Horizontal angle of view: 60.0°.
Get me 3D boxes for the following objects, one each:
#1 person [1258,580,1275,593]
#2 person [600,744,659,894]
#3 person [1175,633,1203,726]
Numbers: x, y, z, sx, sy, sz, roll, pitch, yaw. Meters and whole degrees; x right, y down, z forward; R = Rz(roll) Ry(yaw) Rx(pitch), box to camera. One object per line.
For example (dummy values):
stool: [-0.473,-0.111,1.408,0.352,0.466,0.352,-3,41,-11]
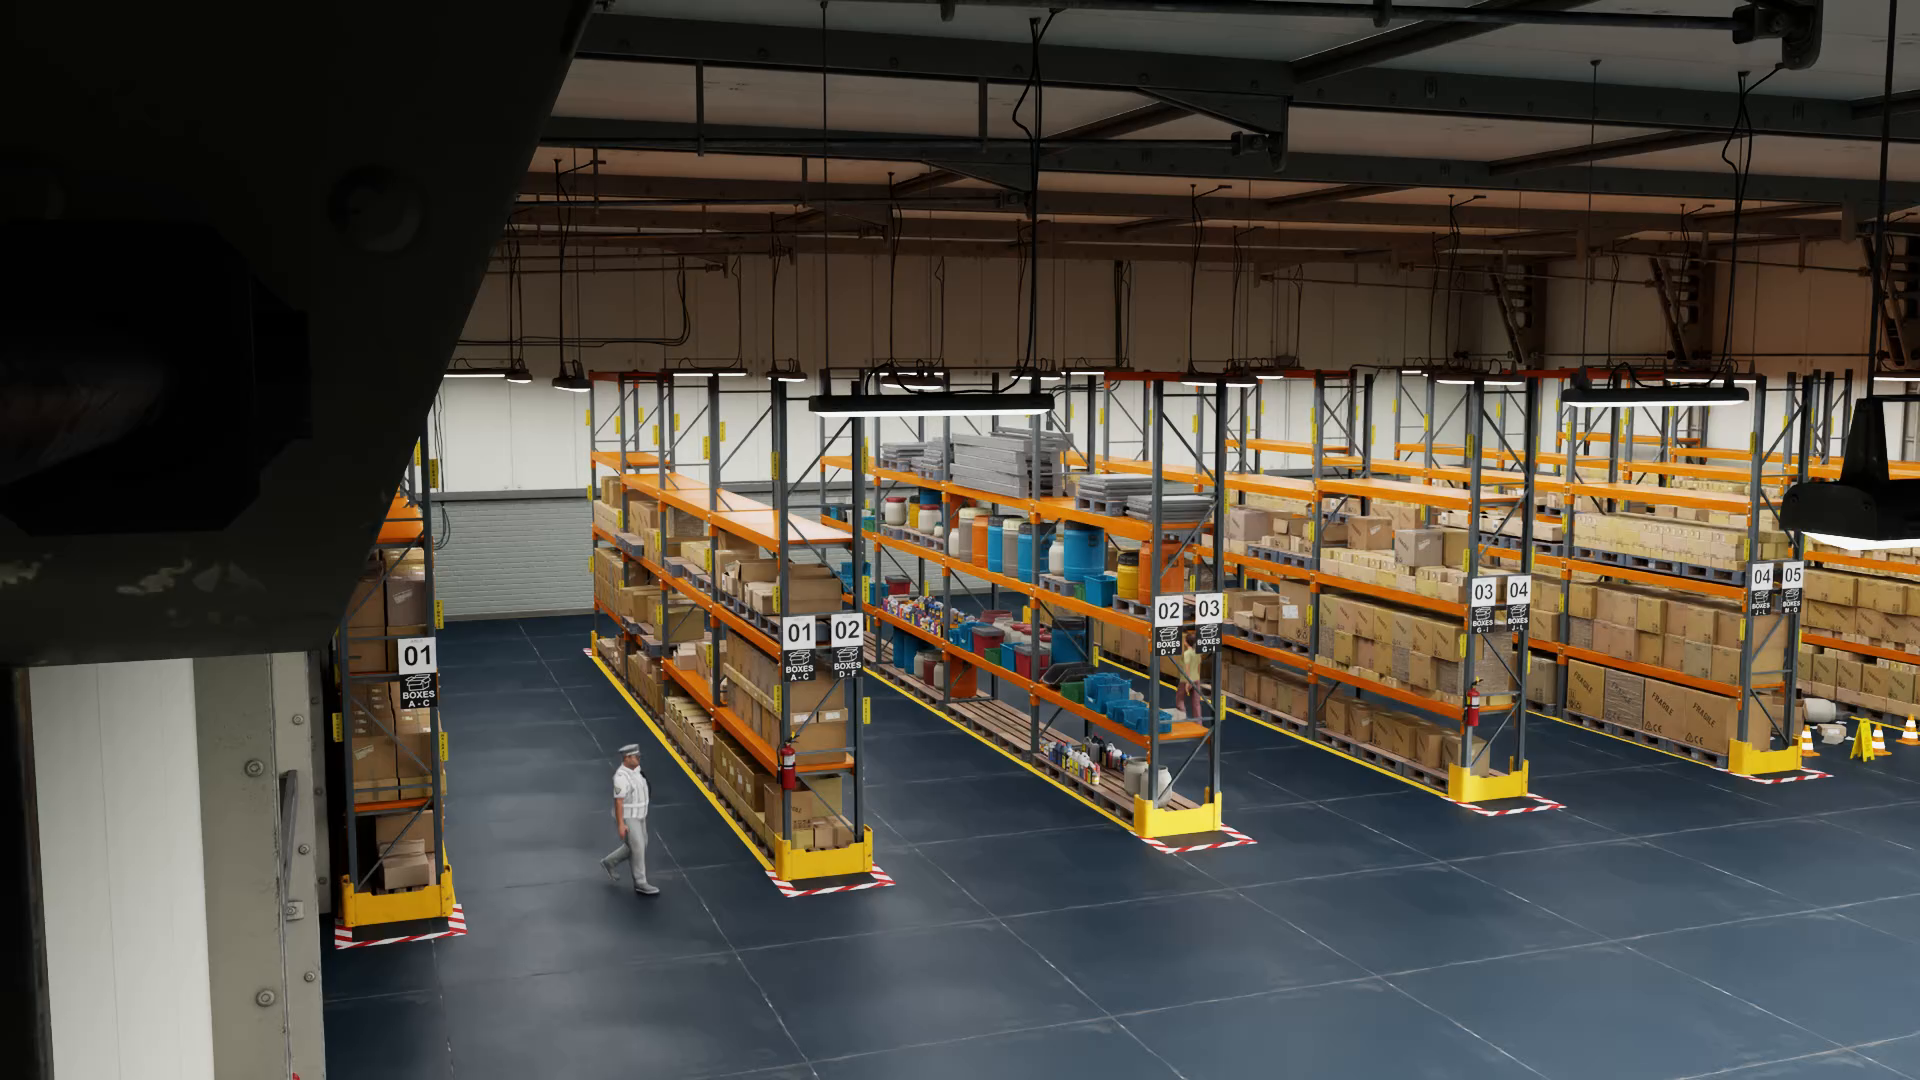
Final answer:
person: [7.669,0.739,42.362,1.137,1.730,0.590,-5,8,-37]
person: [-3.908,3.261,19.683,0.823,1.737,0.600,2,7,14]
person: [3.880,2.422,27.867,0.460,1.708,0.604,-4,7,-30]
